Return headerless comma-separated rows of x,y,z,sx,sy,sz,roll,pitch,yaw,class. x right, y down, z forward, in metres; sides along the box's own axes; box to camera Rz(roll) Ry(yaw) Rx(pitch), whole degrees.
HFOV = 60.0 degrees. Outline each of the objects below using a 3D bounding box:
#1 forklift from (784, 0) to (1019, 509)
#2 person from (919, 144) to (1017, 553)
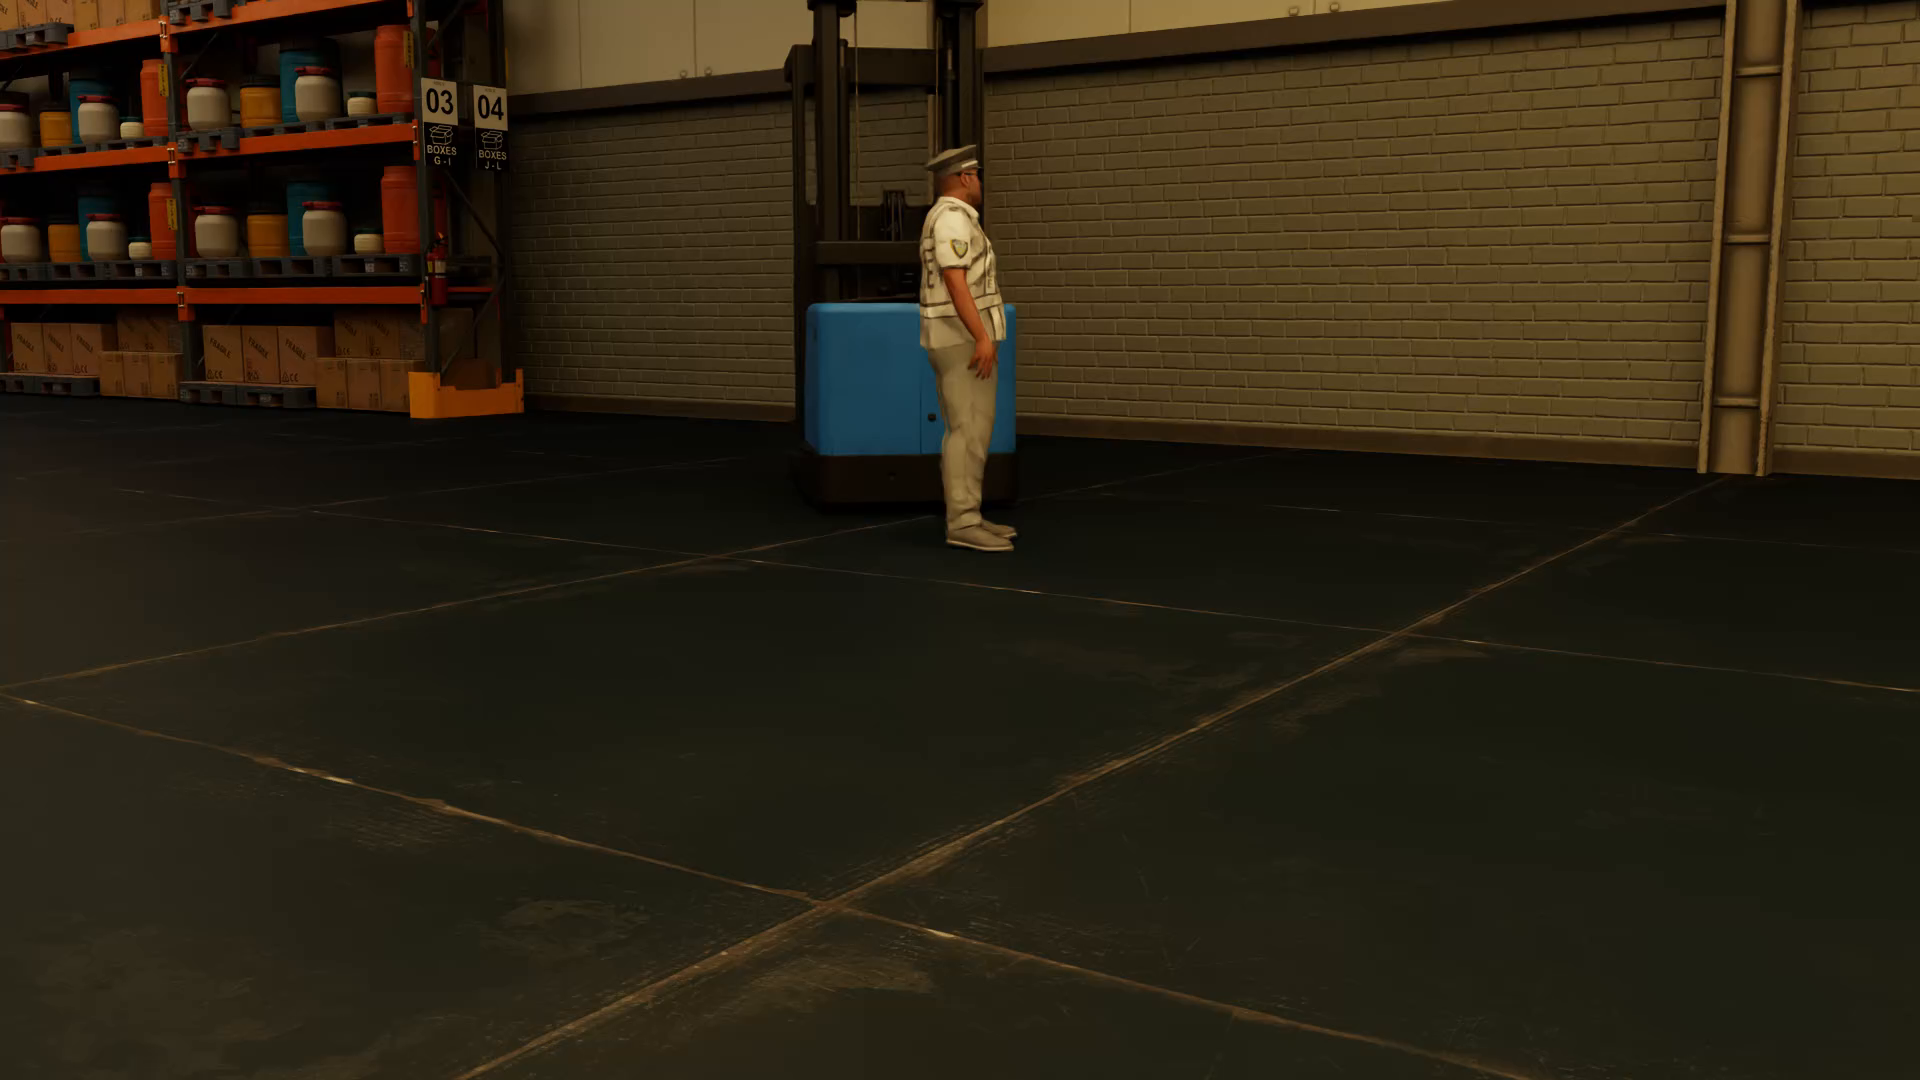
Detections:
-0.446,-1.786,9.751,1.130,2.935,3.031,-1,8,-9,forklift
0.045,-0.873,7.443,0.428,1.781,0.748,-2,8,-11,person
